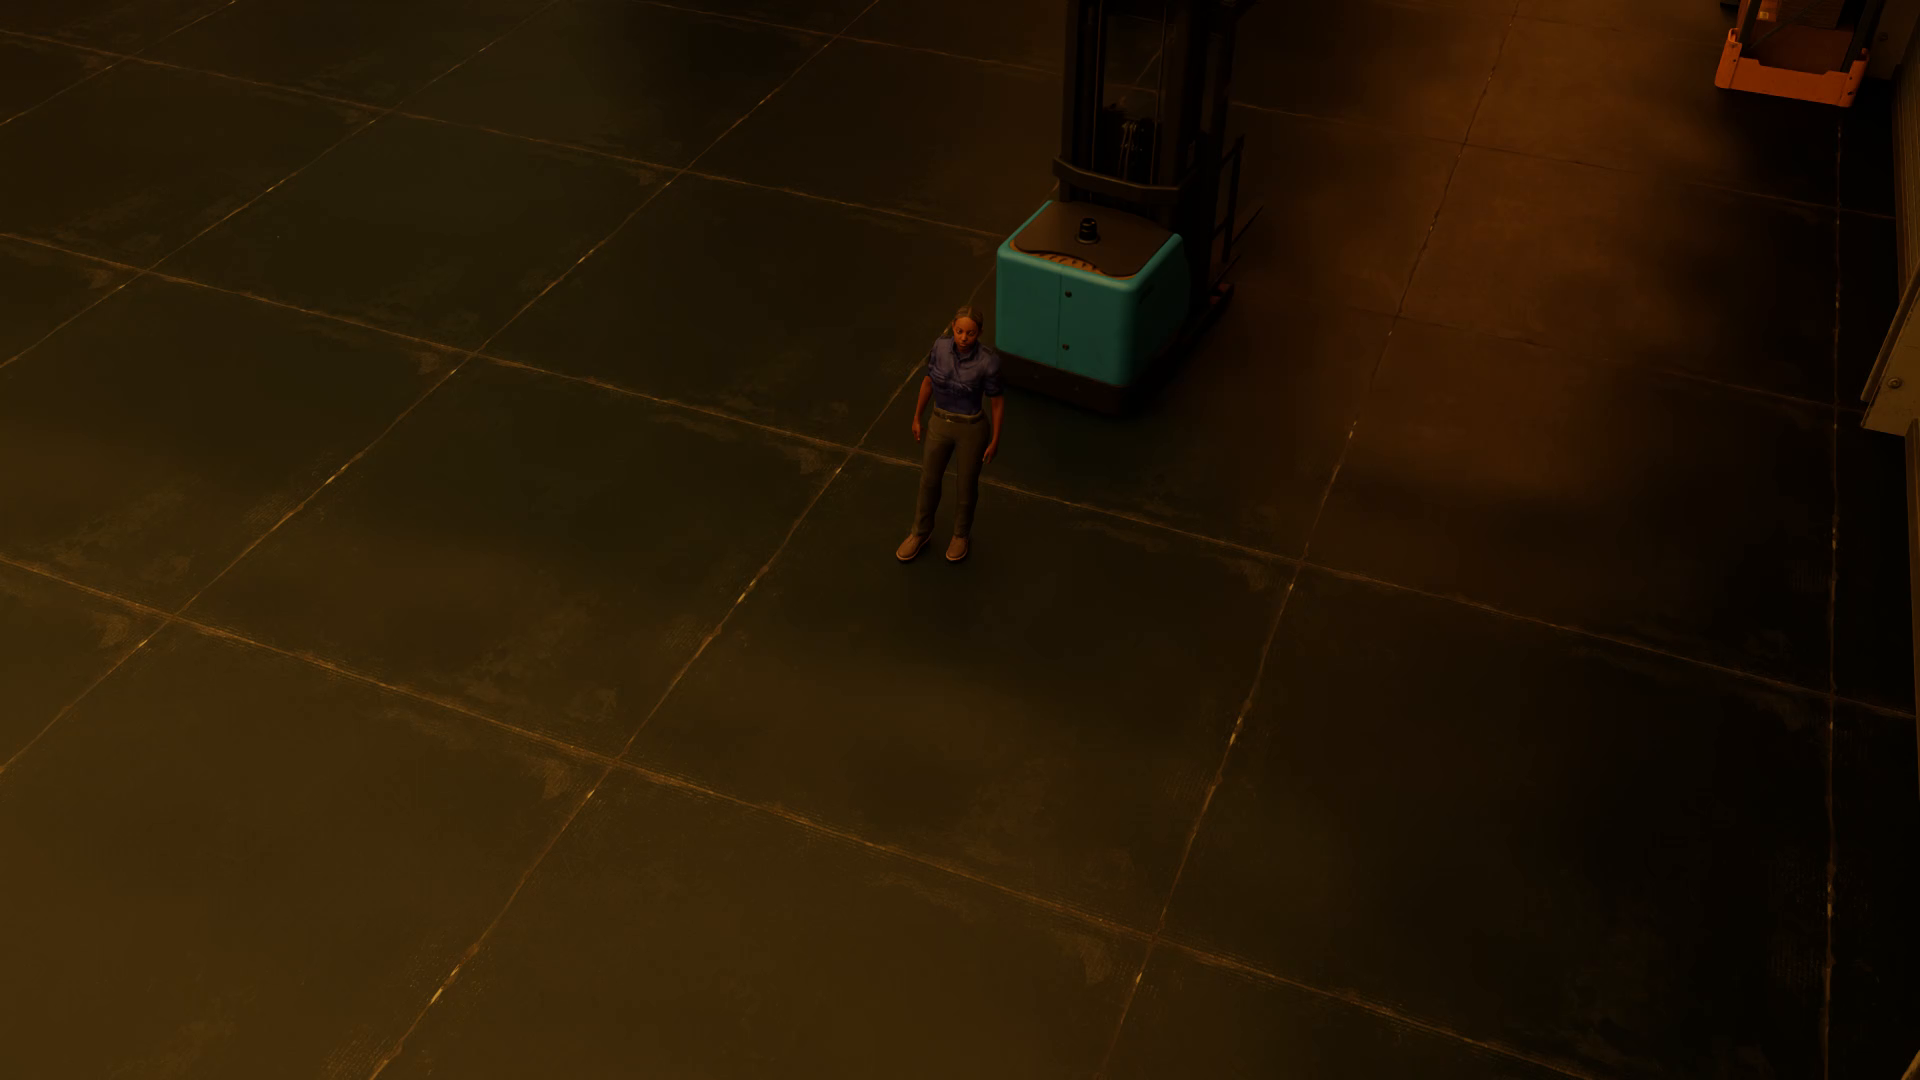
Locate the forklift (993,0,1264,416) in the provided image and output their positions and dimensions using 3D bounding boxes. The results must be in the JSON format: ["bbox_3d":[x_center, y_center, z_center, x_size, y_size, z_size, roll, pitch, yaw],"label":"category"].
[{"bbox_3d":[1.381,-2.889,11.458,1.130,2.935,3.031,20,44,22],"label":"forklift"}]

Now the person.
[{"bbox_3d":[-0.051,-0.592,9.698,0.570,1.656,0.503,15,42,17],"label":"person"}]
